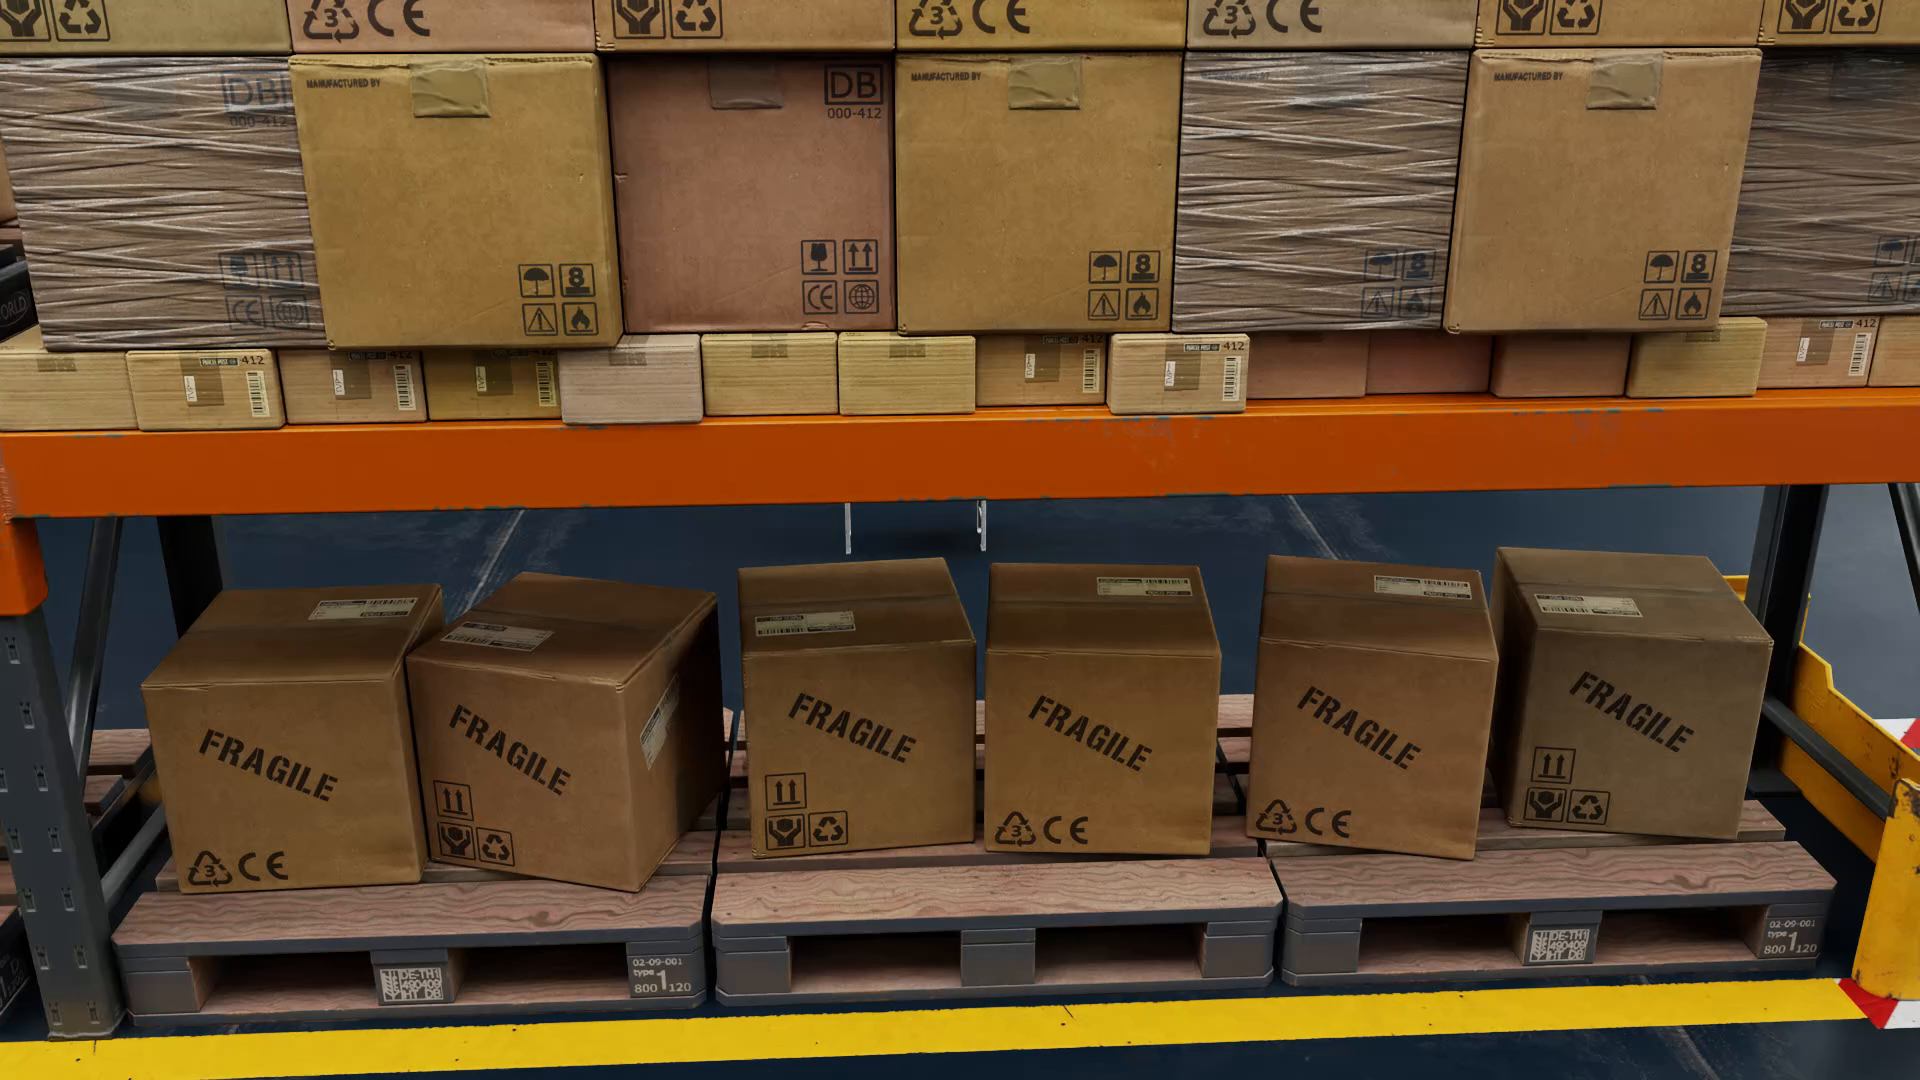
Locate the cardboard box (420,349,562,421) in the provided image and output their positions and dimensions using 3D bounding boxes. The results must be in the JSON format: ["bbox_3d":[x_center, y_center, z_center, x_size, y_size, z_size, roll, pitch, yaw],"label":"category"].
[{"bbox_3d":[-0.856,-0.354,3.187,0.250,0.149,0.380,-1,21,-3],"label":"cardboard box"}]

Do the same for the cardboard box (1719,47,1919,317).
[{"bbox_3d":[1.607,-0.815,3.488,0.500,0.500,0.875,-1,21,-3],"label":"cardboard box"}]

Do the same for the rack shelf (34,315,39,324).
[{"bbox_3d":[-3.832,-0.173,3.371,4.000,0.370,1.077,-1,21,-3],"label":"rack shelf"}]

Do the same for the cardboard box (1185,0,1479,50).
[{"bbox_3d":[0.625,-1.164,2.998,0.500,0.500,0.500,-1,21,-3],"label":"cardboard box"}]

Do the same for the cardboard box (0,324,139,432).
[{"bbox_3d":[-1.604,-0.330,3.125,0.250,0.149,0.380,-1,21,-3],"label":"cardboard box"}]

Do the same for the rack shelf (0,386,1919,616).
[{"bbox_3d":[0.161,-0.254,3.584,4.000,0.370,1.077,-1,21,-3],"label":"rack shelf"}]

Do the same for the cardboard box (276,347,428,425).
[{"bbox_3d":[-1.106,-0.345,3.165,0.250,0.149,0.380,-1,21,-3],"label":"cardboard box"}]

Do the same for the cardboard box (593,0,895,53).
[{"bbox_3d":[-0.374,-1.142,2.942,0.500,0.500,0.500,-1,21,-3],"label":"cardboard box"}]

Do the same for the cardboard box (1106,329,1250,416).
[{"bbox_3d":[0.393,-0.367,3.222,0.250,0.149,0.380,-1,21,-3],"label":"cardboard box"}]

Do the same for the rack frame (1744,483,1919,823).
[{"bbox_3d":[2.158,-0.631,3.563,0.127,3.000,1.000,-1,21,-3],"label":"rack frame"}]

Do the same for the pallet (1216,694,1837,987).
[{"bbox_3d":[1.269,0.678,4.044,1.213,0.211,1.003,-1,21,-3],"label":"pallet"}]

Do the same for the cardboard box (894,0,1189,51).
[{"bbox_3d":[0.125,-1.156,2.979,0.500,0.500,0.500,-1,21,-3],"label":"cardboard box"}]

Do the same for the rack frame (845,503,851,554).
[{"bbox_3d":[-0.409,-0.552,5.886,0.015,1.200,0.240,-1,21,-3],"label":"rack frame"}]

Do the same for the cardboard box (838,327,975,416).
[{"bbox_3d":[-0.107,-0.365,3.217,0.250,0.149,0.380,-1,21,-3],"label":"cardboard box"}]

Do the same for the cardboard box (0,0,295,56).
[{"bbox_3d":[-1.372,-1.122,2.888,0.500,0.500,0.500,-1,21,-3],"label":"cardboard box"}]

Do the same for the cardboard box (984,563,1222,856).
[{"bbox_3d":[0.312,0.378,3.835,0.500,0.500,0.500,1,21,2],"label":"cardboard box"}]

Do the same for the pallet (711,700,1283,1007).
[{"bbox_3d":[0.054,0.701,3.982,1.213,0.211,1.003,-1,21,-3],"label":"pallet"}]

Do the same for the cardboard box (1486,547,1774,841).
[{"bbox_3d":[1.533,0.348,3.915,0.500,0.500,0.500,3,21,7],"label":"cardboard box"}]

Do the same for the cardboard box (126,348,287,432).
[{"bbox_3d":[-1.354,-0.330,3.126,0.250,0.149,0.380,-1,21,-3],"label":"cardboard box"}]

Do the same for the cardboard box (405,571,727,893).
[{"bbox_3d":[-0.863,0.414,3.741,0.500,0.500,0.500,5,22,14],"label":"cardboard box"}]

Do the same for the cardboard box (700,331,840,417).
[{"bbox_3d":[-0.357,-0.364,3.214,0.250,0.149,0.380,-1,21,-3],"label":"cardboard box"}]

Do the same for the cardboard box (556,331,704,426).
[{"bbox_3d":[-0.605,-0.344,3.162,0.250,0.149,0.380,-1,21,-3],"label":"cardboard box"}]

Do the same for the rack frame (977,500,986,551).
[{"bbox_3d":[0.078,-0.562,5.912,0.015,1.200,0.240,-1,21,-3],"label":"rack frame"}]

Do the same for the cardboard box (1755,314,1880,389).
[{"bbox_3d":[1.635,-0.430,3.387,0.250,0.149,0.380,-1,21,-3],"label":"cardboard box"}]

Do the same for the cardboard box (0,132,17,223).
[{"bbox_3d":[-2.637,-1.060,3.256,1.000,1.000,1.000,-1,21,-3],"label":"cardboard box"}]

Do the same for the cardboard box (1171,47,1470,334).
[{"bbox_3d":[0.613,-0.768,3.363,0.500,0.500,0.875,-1,21,-3],"label":"cardboard box"}]

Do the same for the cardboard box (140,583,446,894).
[{"bbox_3d":[-1.434,0.428,3.703,0.500,0.500,0.500,-2,21,-5],"label":"cardboard box"}]

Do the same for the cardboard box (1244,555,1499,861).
[{"bbox_3d":[0.939,0.372,3.851,0.500,0.500,0.500,4,21,11],"label":"cardboard box"}]

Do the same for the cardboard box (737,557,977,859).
[{"bbox_3d":[-0.247,0.373,3.847,0.500,0.500,0.500,-3,21,-8],"label":"cardboard box"}]

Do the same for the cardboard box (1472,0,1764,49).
[{"bbox_3d":[1.124,-1.173,3.022,0.500,0.500,0.500,-1,21,-3],"label":"cardboard box"}]

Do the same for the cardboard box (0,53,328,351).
[{"bbox_3d":[-1.383,-0.723,3.245,0.500,0.500,0.875,-1,21,-3],"label":"cardboard box"}]

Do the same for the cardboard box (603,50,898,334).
[{"bbox_3d":[-0.388,-0.766,3.359,0.500,0.500,0.875,-1,21,-3],"label":"cardboard box"}]

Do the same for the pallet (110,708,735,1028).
[{"bbox_3d":[-1.167,0.727,3.914,1.213,0.211,1.003,-1,21,-3],"label":"pallet"}]

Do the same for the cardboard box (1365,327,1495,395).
[{"bbox_3d":[0.886,-0.416,3.352,0.250,0.149,0.380,-1,21,-3],"label":"cardboard box"}]

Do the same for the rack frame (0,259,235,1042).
[{"bbox_3d":[-1.836,-0.550,3.349,0.127,3.000,1.000,-1,21,-3],"label":"rack frame"}]

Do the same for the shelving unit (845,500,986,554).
[{"bbox_3d":[-0.165,-0.557,5.899,0.503,1.200,0.258,-1,21,-3],"label":"shelving unit"}]

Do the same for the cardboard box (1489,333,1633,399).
[{"bbox_3d":[1.138,-0.407,3.327,0.250,0.149,0.380,-1,21,-3],"label":"cardboard box"}]

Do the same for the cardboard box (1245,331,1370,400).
[{"bbox_3d":[0.638,-0.403,3.318,0.250,0.149,0.380,-1,21,-3],"label":"cardboard box"}]

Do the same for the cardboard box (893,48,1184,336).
[{"bbox_3d":[0.113,-0.762,3.348,0.500,0.500,0.875,-1,21,-3],"label":"cardboard box"}]

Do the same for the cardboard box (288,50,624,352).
[{"bbox_3d":[-0.882,-0.720,3.239,0.500,0.500,0.875,-1,21,-3],"label":"cardboard box"}]

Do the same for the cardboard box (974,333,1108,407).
[{"bbox_3d":[0.140,-0.386,3.273,0.250,0.149,0.380,-1,21,-3],"label":"cardboard box"}]

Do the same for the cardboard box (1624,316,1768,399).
[{"bbox_3d":[1.389,-0.406,3.325,0.250,0.149,0.380,-1,21,-3],"label":"cardboard box"}]

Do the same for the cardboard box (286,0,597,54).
[{"bbox_3d":[-0.873,-1.132,2.916,0.500,0.500,0.500,-1,21,-3],"label":"cardboard box"}]

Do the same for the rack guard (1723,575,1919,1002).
[{"bbox_3d":[2.082,0.539,4.003,0.348,0.500,1.175,-1,21,-3],"label":"rack guard"}]

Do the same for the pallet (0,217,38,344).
[{"bbox_3d":[-2.607,-0.496,3.478,1.213,0.211,1.003,-1,21,-3],"label":"pallet"}]

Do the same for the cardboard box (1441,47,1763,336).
[{"bbox_3d":[1.115,-0.763,3.350,0.500,0.500,0.875,-1,21,-3],"label":"cardboard box"}]

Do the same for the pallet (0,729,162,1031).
[{"bbox_3d":[-2.613,0.770,3.803,1.213,0.211,1.003,-1,21,-3],"label":"pallet"}]

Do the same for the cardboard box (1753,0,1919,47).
[{"bbox_3d":[1.623,-1.185,3.054,0.500,0.500,0.500,-1,21,-3],"label":"cardboard box"}]

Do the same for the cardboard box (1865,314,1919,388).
[{"bbox_3d":[1.885,-0.435,3.400,0.250,0.149,0.380,-1,21,-3],"label":"cardboard box"}]
